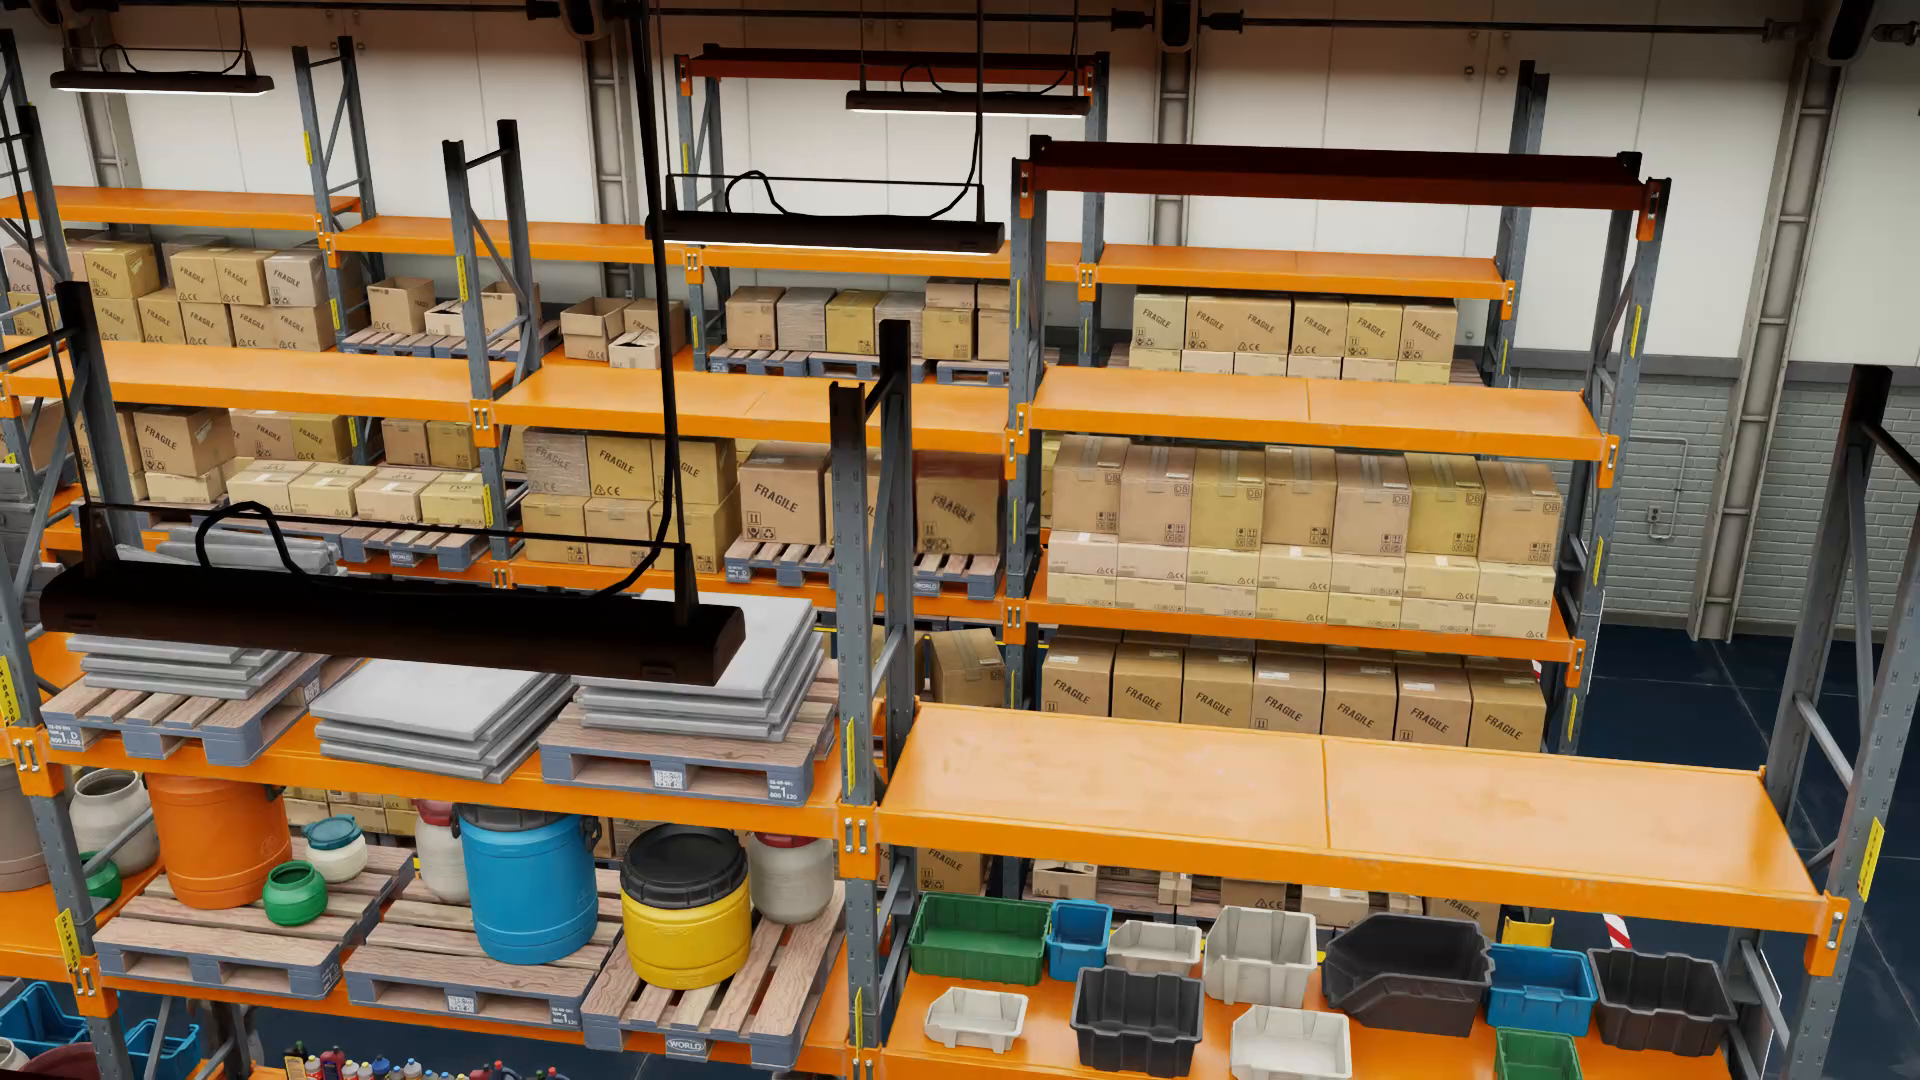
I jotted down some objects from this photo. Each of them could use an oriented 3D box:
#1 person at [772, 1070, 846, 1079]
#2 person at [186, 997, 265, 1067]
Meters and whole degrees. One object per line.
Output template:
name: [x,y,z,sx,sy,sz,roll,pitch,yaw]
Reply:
person: [-1.034,3.176,10.603,0.925,1.720,0.587,9,25,20]
person: [-4.768,3.026,11.016,0.652,1.755,0.602,12,26,26]
